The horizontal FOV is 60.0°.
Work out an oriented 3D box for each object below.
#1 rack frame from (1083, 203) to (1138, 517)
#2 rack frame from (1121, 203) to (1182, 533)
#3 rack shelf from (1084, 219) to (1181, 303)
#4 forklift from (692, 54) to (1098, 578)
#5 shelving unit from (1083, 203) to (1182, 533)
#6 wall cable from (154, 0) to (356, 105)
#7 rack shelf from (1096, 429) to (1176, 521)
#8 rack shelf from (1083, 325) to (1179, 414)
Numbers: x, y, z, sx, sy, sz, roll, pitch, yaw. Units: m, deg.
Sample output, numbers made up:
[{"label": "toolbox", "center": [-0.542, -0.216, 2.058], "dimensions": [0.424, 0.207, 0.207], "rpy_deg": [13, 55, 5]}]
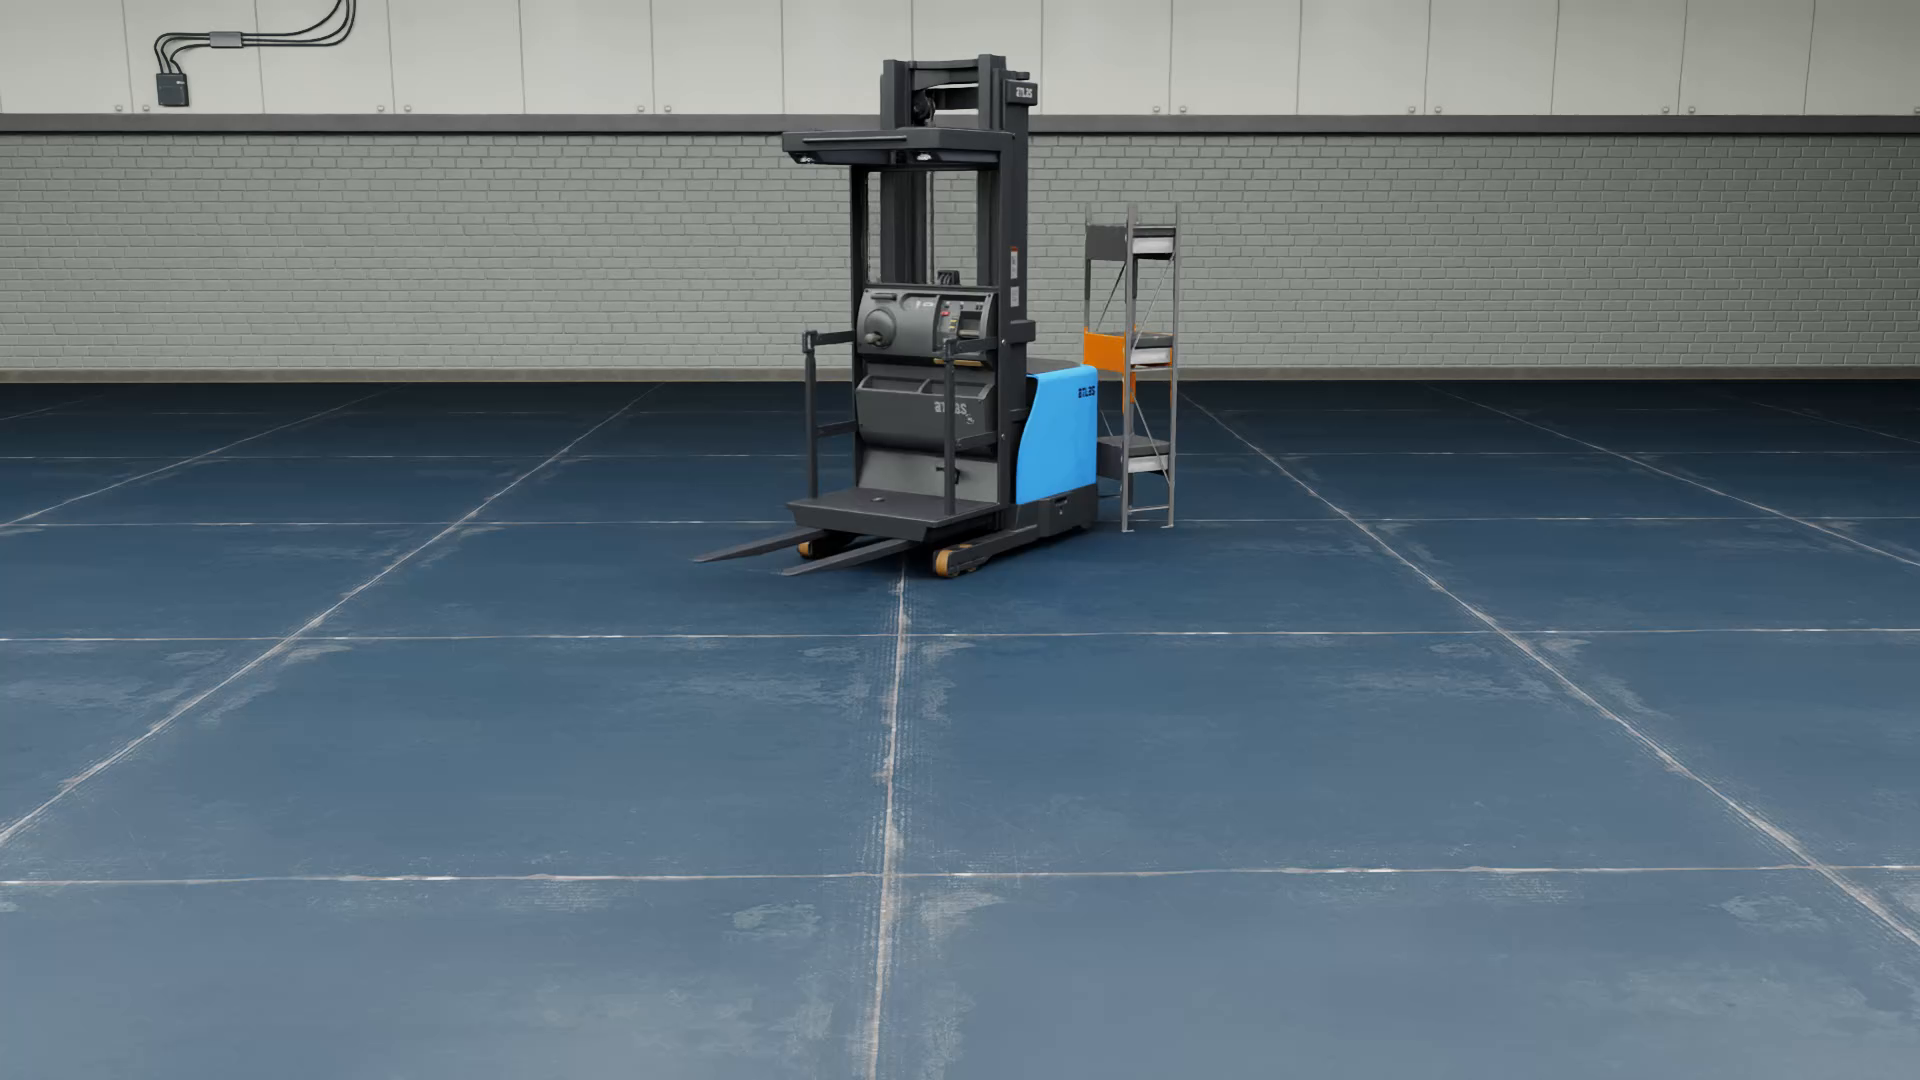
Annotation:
[{"label": "rack frame", "center": [0.995, -1.179, 11.090], "dimensions": [0.400, 2.100, 0.015], "rpy_deg": [-6, 13, -28]}, {"label": "rack frame", "center": [1.227, -1.094, 10.669], "dimensions": [0.400, 2.100, 0.015], "rpy_deg": [-6, 13, -28]}, {"label": "rack shelf", "center": [1.111, -1.809, 10.743], "dimensions": [0.431, 0.518, 0.480], "rpy_deg": [-6, 13, -28]}, {"label": "forklift", "center": [-0.326, -1.324, 9.712], "dimensions": [1.130, 2.935, 3.031], "rpy_deg": [7, 14, 33]}, {"label": "shelving unit", "center": [1.111, -1.136, 10.880], "dimensions": [0.431, 2.100, 0.503], "rpy_deg": [-6, 13, -28]}, {"label": "wall cable", "center": [-8.045, -7.946, 18.542], "dimensions": [2.305, 6.003, 0.169], "rpy_deg": [0, 11, -1]}, {"label": "rack shelf", "center": [1.111, -0.437, 11.021], "dimensions": [0.431, 0.518, 0.480], "rpy_deg": [-6, 13, -28]}, {"label": "rack shelf", "center": [1.111, -1.123, 10.882], "dimensions": [0.431, 0.518, 0.480], "rpy_deg": [-6, 13, -28]}]
